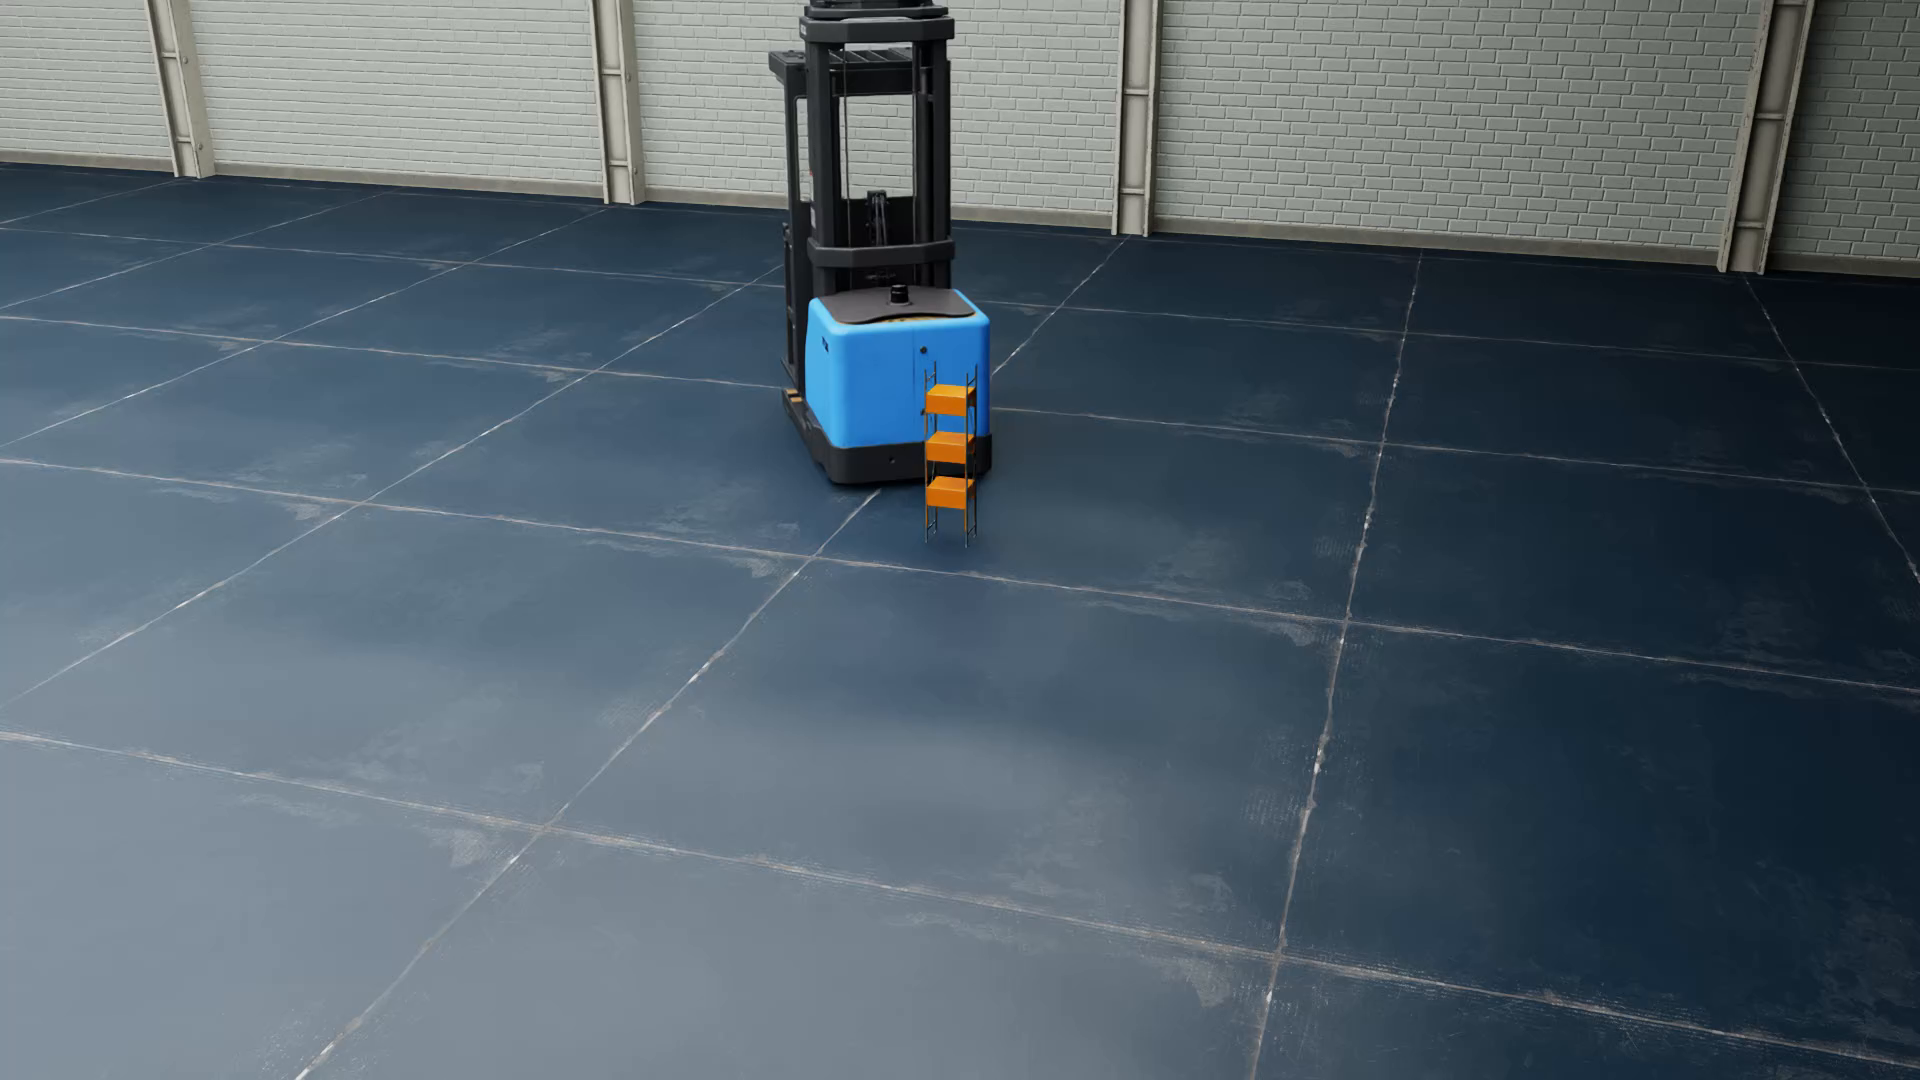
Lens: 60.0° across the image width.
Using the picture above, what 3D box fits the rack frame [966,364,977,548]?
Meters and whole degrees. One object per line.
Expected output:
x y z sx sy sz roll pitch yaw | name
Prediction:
0.066 -0.478 9.552 0.008 1.050 0.200 7 23 16 | rack frame

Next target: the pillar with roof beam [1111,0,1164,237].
0.601 -5.886 12.262 0.400 9.000 9.100 7 23 16 | pillar with roof beam

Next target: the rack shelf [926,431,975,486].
-0.051 -0.482 9.589 0.240 0.259 0.215 7 23 15 | rack shelf

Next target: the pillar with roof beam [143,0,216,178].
-10.887 -7.202 15.469 0.400 9.000 9.100 7 23 16 | pillar with roof beam

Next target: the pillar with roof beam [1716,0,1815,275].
6.346 -5.228 10.659 0.400 9.000 9.100 7 23 16 | pillar with roof beam

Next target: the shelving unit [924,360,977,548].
-0.051 -0.492 9.585 0.252 1.050 0.215 7 23 16 | shelving unit

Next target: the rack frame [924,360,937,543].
-0.168 -0.505 9.618 0.008 1.050 0.200 7 23 16 | rack frame

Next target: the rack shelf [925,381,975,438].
-0.051 -0.744 9.481 0.240 0.259 0.215 7 23 15 | rack shelf

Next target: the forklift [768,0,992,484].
-0.663 -2.237 11.361 1.130 2.935 3.031 -6 23 -14 | forklift

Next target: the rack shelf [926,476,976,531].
-0.051 -0.225 9.695 0.240 0.259 0.215 7 23 15 | rack shelf

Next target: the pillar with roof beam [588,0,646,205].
-5.143 -6.544 13.866 0.400 9.000 9.100 7 23 16 | pillar with roof beam
